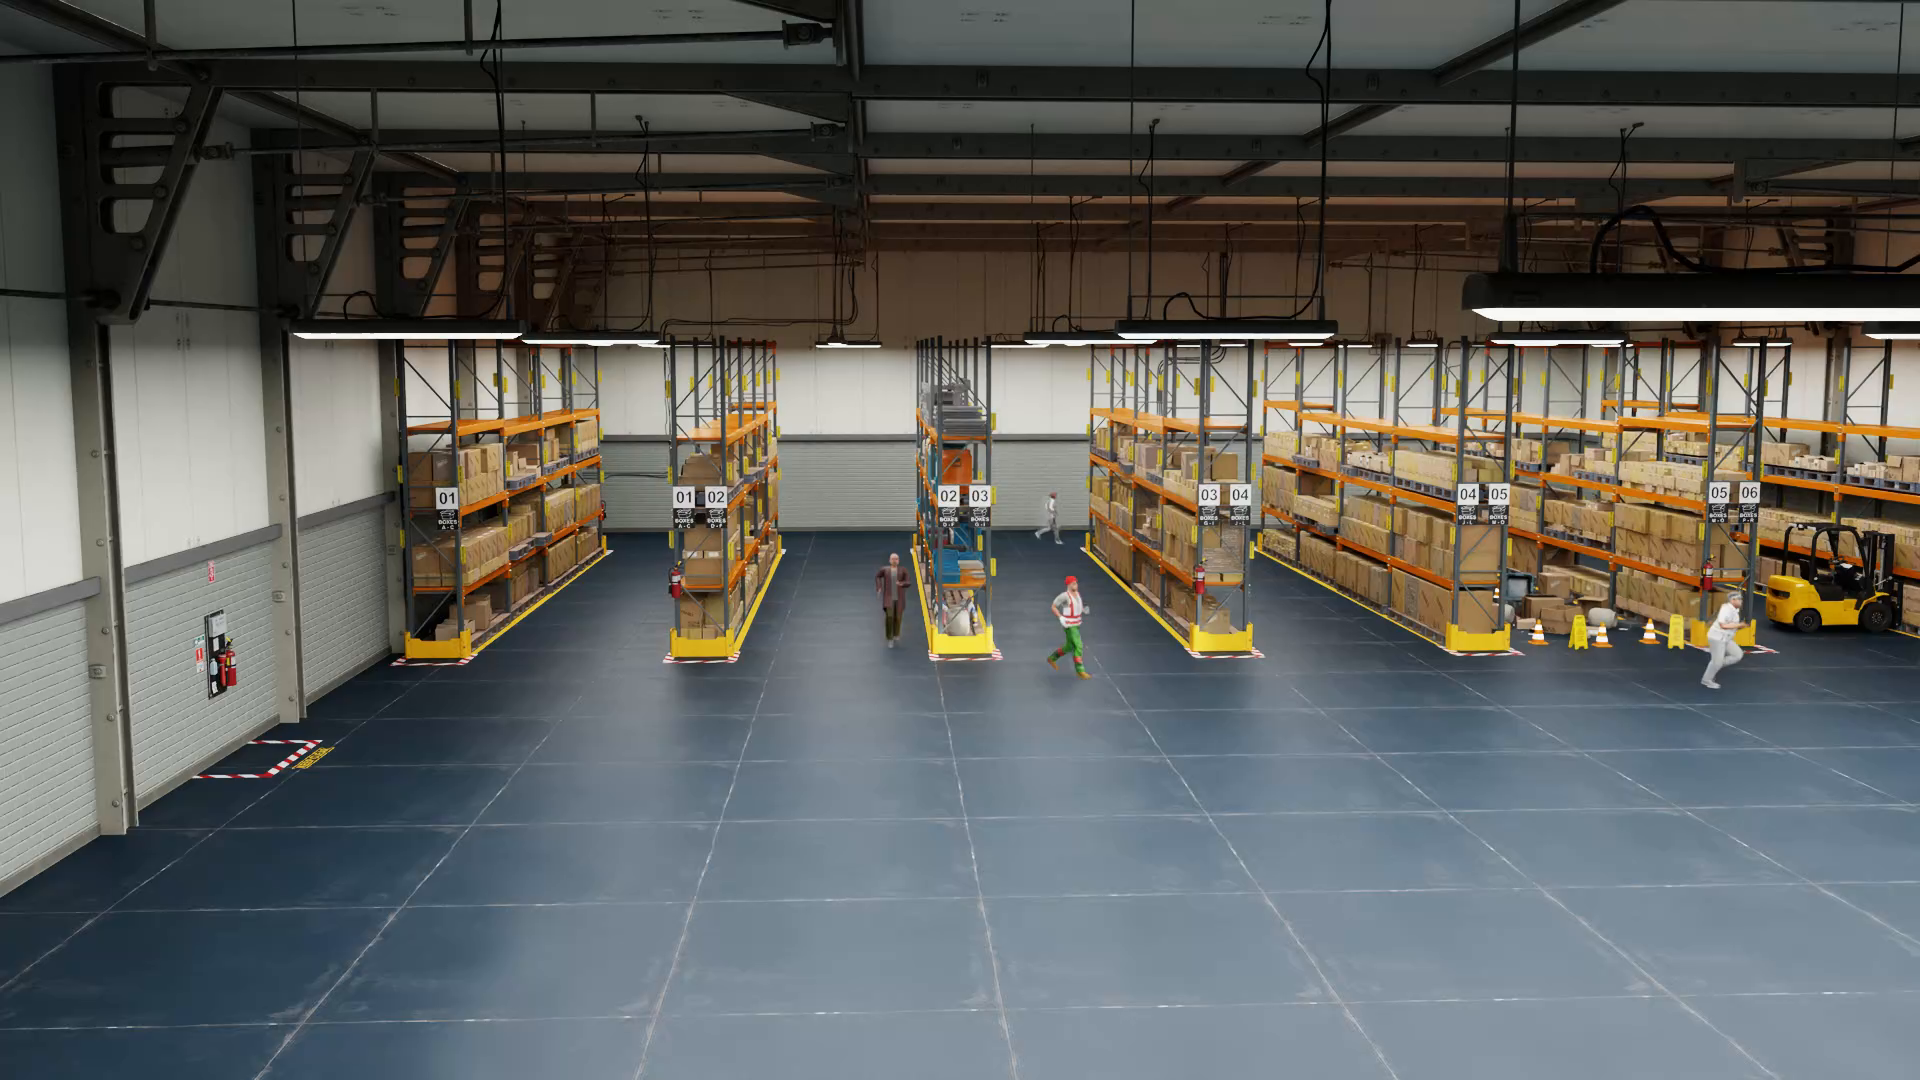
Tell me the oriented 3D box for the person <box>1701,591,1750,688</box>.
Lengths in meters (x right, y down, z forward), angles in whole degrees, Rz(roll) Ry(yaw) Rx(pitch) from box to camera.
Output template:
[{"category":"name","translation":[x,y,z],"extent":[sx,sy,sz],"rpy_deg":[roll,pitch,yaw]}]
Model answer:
[{"category":"person","translation":[12.989,1.681,28.173],"extent":[0.646,1.709,0.776],"rpy_deg":[-6,9,-42]}]

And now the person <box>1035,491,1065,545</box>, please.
[{"category":"person","translation":[2.667,-0.653,49.307],"extent":[0.868,1.588,0.566],"rpy_deg":[0,6,1]}]

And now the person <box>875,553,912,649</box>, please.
[{"category":"person","translation":[-1.282,1.275,32.325],"extent":[0.671,1.630,0.832],"rpy_deg":[-1,7,-9]}]

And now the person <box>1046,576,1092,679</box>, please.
[{"category":"person","translation":[1.943,1.513,29.276],"extent":[0.924,1.796,0.638],"rpy_deg":[4,8,33]}]
